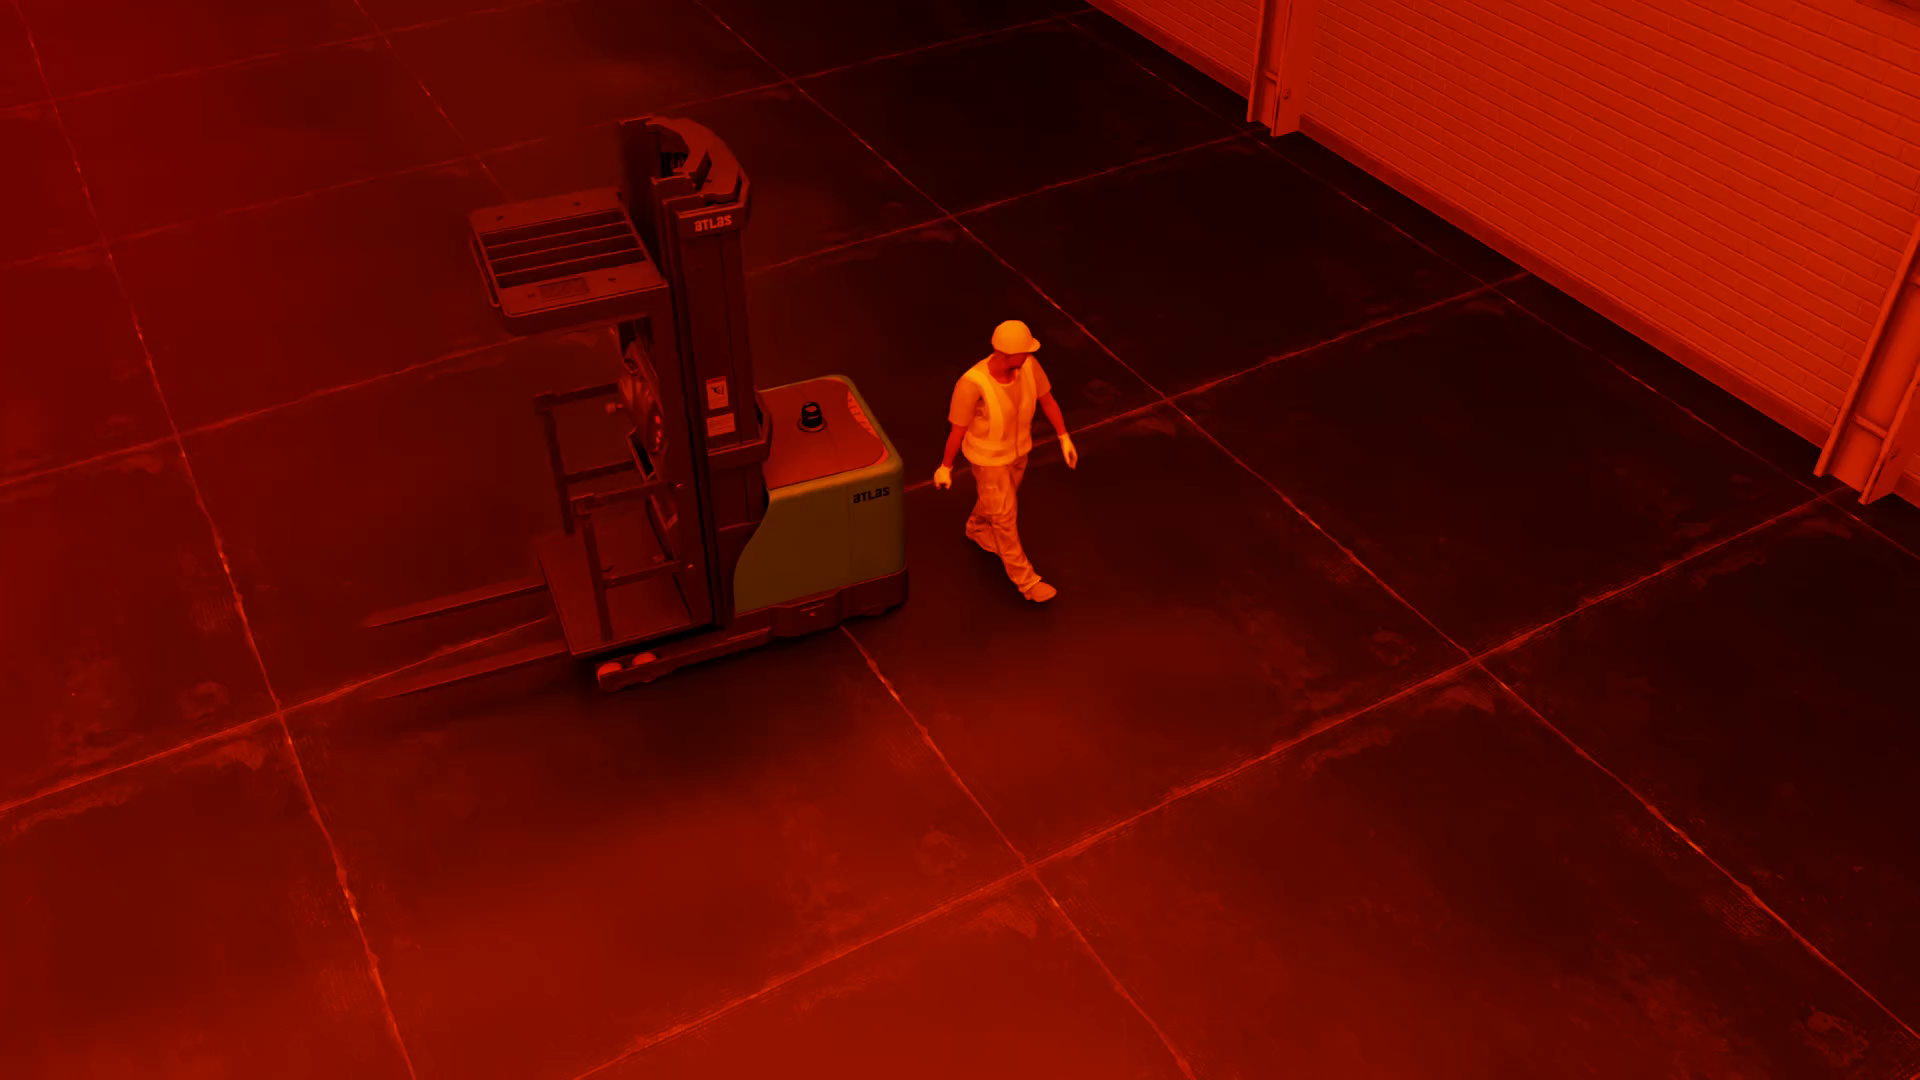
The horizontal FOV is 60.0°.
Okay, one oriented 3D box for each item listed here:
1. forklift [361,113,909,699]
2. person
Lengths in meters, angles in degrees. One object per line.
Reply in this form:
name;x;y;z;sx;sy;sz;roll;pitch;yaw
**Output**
forklift;-1.870;-0.665;8.838;3.031;2.935;1.130;-15;42;-17
person;0.292;-0.452;9.521;0.932;1.728;0.733;32;49;33
